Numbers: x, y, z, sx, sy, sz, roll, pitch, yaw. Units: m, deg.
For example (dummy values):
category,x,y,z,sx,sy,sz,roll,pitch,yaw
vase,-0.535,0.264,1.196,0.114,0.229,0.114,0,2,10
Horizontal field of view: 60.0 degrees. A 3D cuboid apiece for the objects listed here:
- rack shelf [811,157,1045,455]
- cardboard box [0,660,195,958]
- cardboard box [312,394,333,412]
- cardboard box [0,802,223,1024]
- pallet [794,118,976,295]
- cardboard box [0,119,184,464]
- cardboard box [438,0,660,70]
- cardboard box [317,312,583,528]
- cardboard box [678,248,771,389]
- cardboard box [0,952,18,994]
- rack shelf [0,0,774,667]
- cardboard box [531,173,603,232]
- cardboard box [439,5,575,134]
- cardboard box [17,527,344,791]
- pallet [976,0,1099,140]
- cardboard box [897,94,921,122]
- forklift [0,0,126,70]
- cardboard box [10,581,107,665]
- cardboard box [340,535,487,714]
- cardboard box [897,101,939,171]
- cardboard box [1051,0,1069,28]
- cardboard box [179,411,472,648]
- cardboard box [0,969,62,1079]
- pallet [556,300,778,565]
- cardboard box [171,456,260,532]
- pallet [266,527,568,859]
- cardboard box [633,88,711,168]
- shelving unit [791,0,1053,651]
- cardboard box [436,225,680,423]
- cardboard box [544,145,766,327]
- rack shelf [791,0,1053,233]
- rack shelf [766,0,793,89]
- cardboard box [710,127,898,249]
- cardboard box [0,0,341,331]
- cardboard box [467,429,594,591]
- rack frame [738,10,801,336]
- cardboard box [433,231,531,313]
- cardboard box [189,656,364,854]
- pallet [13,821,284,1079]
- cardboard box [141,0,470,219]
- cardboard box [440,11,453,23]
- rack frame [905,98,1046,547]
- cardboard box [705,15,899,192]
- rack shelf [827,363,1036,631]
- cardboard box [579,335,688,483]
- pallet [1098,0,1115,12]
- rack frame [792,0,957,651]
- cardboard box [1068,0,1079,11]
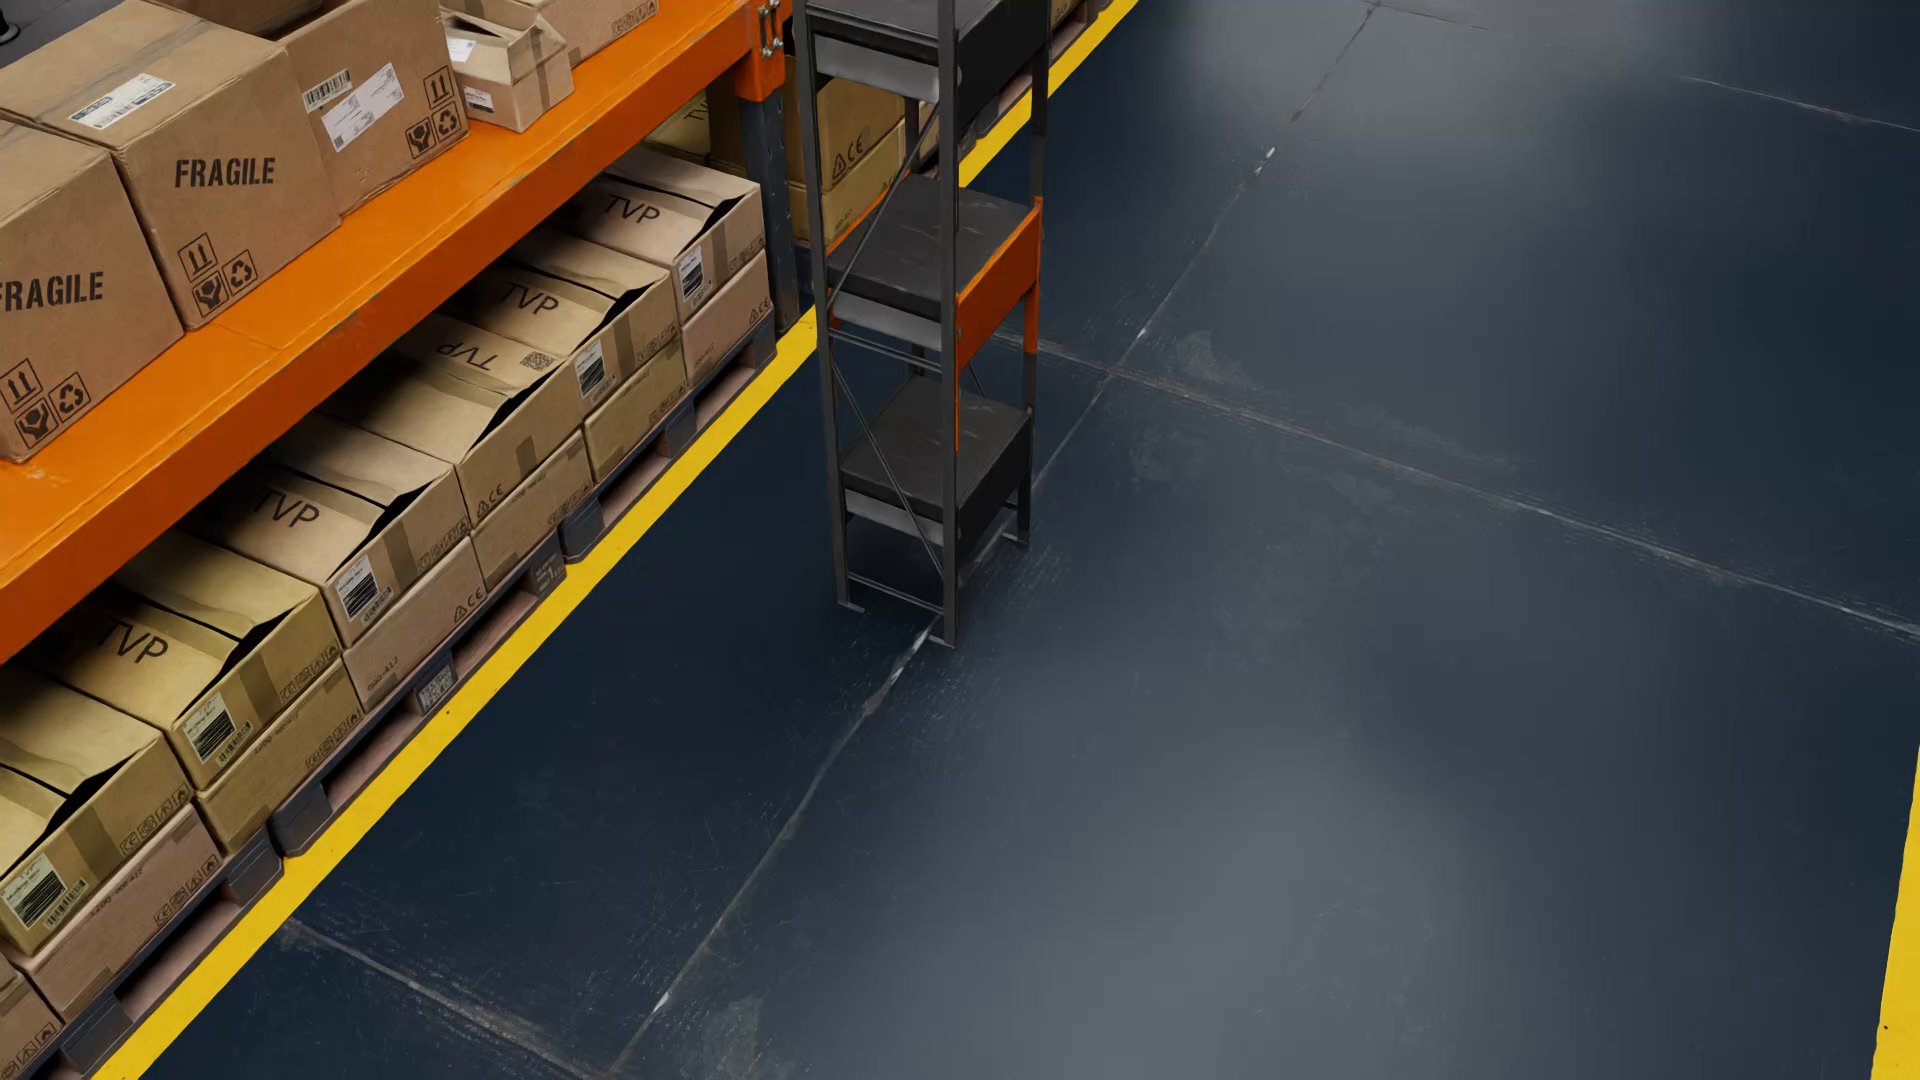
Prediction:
category,x,y,z,sx,sy,sz,roll,pitch,yaw
rack shelf,-0.077,-0.624,4.410,0.431,0.518,0.480,20,49,19
cardboard box,-2.167,0.585,3.807,0.500,0.311,0.500,19,48,18
cardboard box,-1.938,-0.550,4.929,0.500,0.311,0.500,19,48,18
cardboard box,-2.170,0.798,3.990,0.500,0.250,0.500,19,48,18
pallet,-0.643,-1.497,6.581,1.003,0.211,1.213,20,49,19
cardboard box,-2.142,-0.568,3.632,0.500,0.500,0.500,18,48,17
cardboard box,-1.239,-1.613,4.841,0.500,0.250,0.500,23,50,21
cardboard box,-1.453,-0.375,4.756,0.500,0.311,0.500,20,49,19
cardboard box,-0.985,-0.815,5.584,0.500,0.250,0.500,20,49,19
cardboard box,-2.403,0.918,3.477,0.500,0.311,0.500,22,49,20
rack shelf,-1.978,-0.478,4.119,1.077,0.370,4.000,20,49,19
cardboard box,-1.462,-1.191,5.561,0.500,0.311,0.500,21,49,19
cardboard box,-1.295,-1.329,4.549,0.396,0.266,0.258,19,48,18
cardboard box,-1.928,0.264,4.124,0.500,0.311,0.500,19,48,18
pallet,-0.078,-2.269,7.344,1.003,0.211,1.213,20,49,19
cardboard box,-0.332,-1.941,6.171,0.500,0.500,0.500,20,49,19
forklift,-4.117,-2.132,5.297,3.031,2.935,1.130,15,47,14
cardboard box,-2.409,0.093,4.292,0.500,0.311,0.500,20,49,19
cardboard box,-1.696,0.146,4.635,0.500,0.250,0.500,21,49,20
cardboard box,-0.329,-1.677,6.436,0.500,0.250,0.500,20,49,19
cardboard box,0.134,-2.307,7.059,0.500,0.250,0.500,20,49,19
cardboard box,-1.690,-0.060,4.444,0.500,0.311,0.500,20,49,19
cardboard box,-2.403,1.115,3.677,0.500,0.250,0.500,20,49,19
pallet,-1.357,-0.533,5.629,1.003,0.211,1.213,20,49,19
cardboard box,-2.174,-0.222,4.604,0.500,0.311,0.500,22,49,20
pallet,-1.922,0.238,4.866,1.003,0.211,1.213,20,49,19
cardboard box,-1.028,-1.536,6.297,0.500,0.250,0.500,20,49,19
shelving unit,-0.077,-0.634,4.400,0.431,2.100,0.503,20,49,19
cardboard box,-1.219,-0.689,5.066,0.500,0.311,0.500,22,49,20
cardboard box,-0.984,-1.019,5.392,0.500,0.311,0.500,20,49,19
rack shelf,-0.077,-1.116,3.912,0.431,0.518,0.480,20,49,19
rack shelf,-0.121,-2.998,6.609,1.077,0.370,4.000,20,49,19
cardboard box,-0.566,-1.364,6.127,0.500,0.250,0.500,20,49,19
cardboard box,-1.897,-0.900,3.960,0.500,0.500,0.500,21,49,19
cardboard box,-1.459,-0.174,4.951,0.500,0.250,0.500,21,49,20
rack frame,-1.049,-1.990,5.108,1.000,3.000,0.127,20,49,19
cardboard box,-1.699,-0.877,5.251,0.500,0.311,0.500,20,49,19
cardboard box,-1.934,0.469,4.316,0.500,0.250,0.500,19,48,18
pallet,-2.490,1.004,4.109,1.003,0.211,1.213,20,49,19
cardboard box,-1.665,-1.215,4.272,0.500,0.500,0.500,24,50,22
cardboard box,-1.642,-1.411,4.713,0.380,0.149,0.250,20,49,19
rack frame,0.036,-0.788,4.552,0.400,2.100,0.015,20,49,19
cardboard box,-0.557,-1.624,5.857,0.500,0.500,0.500,20,49,19
rack shelf,-0.077,-0.132,4.908,0.431,0.518,0.480,20,49,19
cardboard box,-1.222,-0.497,5.270,0.500,0.250,0.500,20,49,18
pallet,0.489,-3.035,8.101,1.003,0.211,1.213,20,49,19
rack frame,-0.190,-0.480,4.248,0.400,2.100,0.015,20,49,19
cardboard box,0.368,-2.621,7.370,0.500,0.250,0.500,20,49,19
